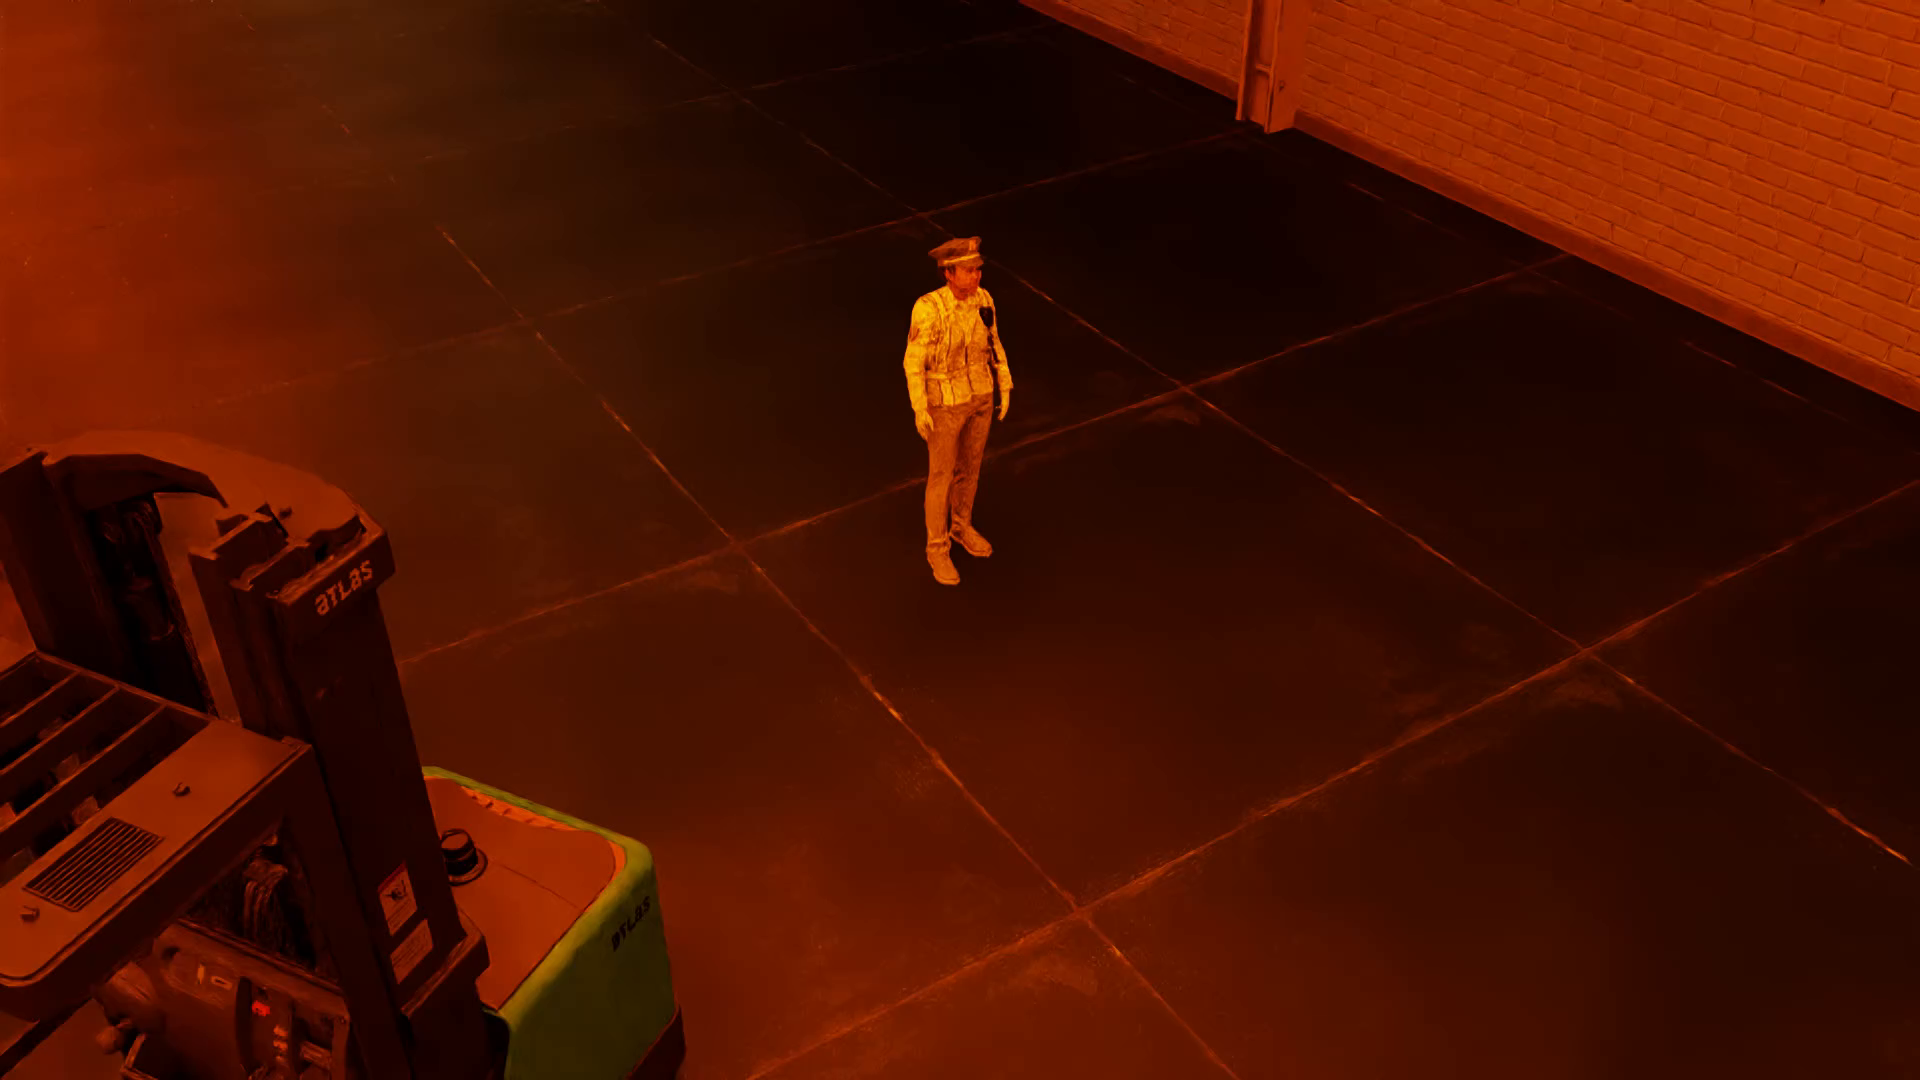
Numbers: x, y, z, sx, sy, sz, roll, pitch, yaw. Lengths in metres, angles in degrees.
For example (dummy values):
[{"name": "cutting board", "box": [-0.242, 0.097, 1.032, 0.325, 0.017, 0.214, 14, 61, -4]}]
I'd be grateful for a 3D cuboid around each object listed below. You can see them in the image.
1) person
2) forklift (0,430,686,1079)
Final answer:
[{"name": "person", "box": [0.031, -0.665, 8.156, 0.586, 1.695, 0.532, -21, 40, -27]}, {"name": "forklift", "box": [-2.067, 1.323, 4.264, 1.130, 2.935, 3.031, 15, 38, 20]}]
